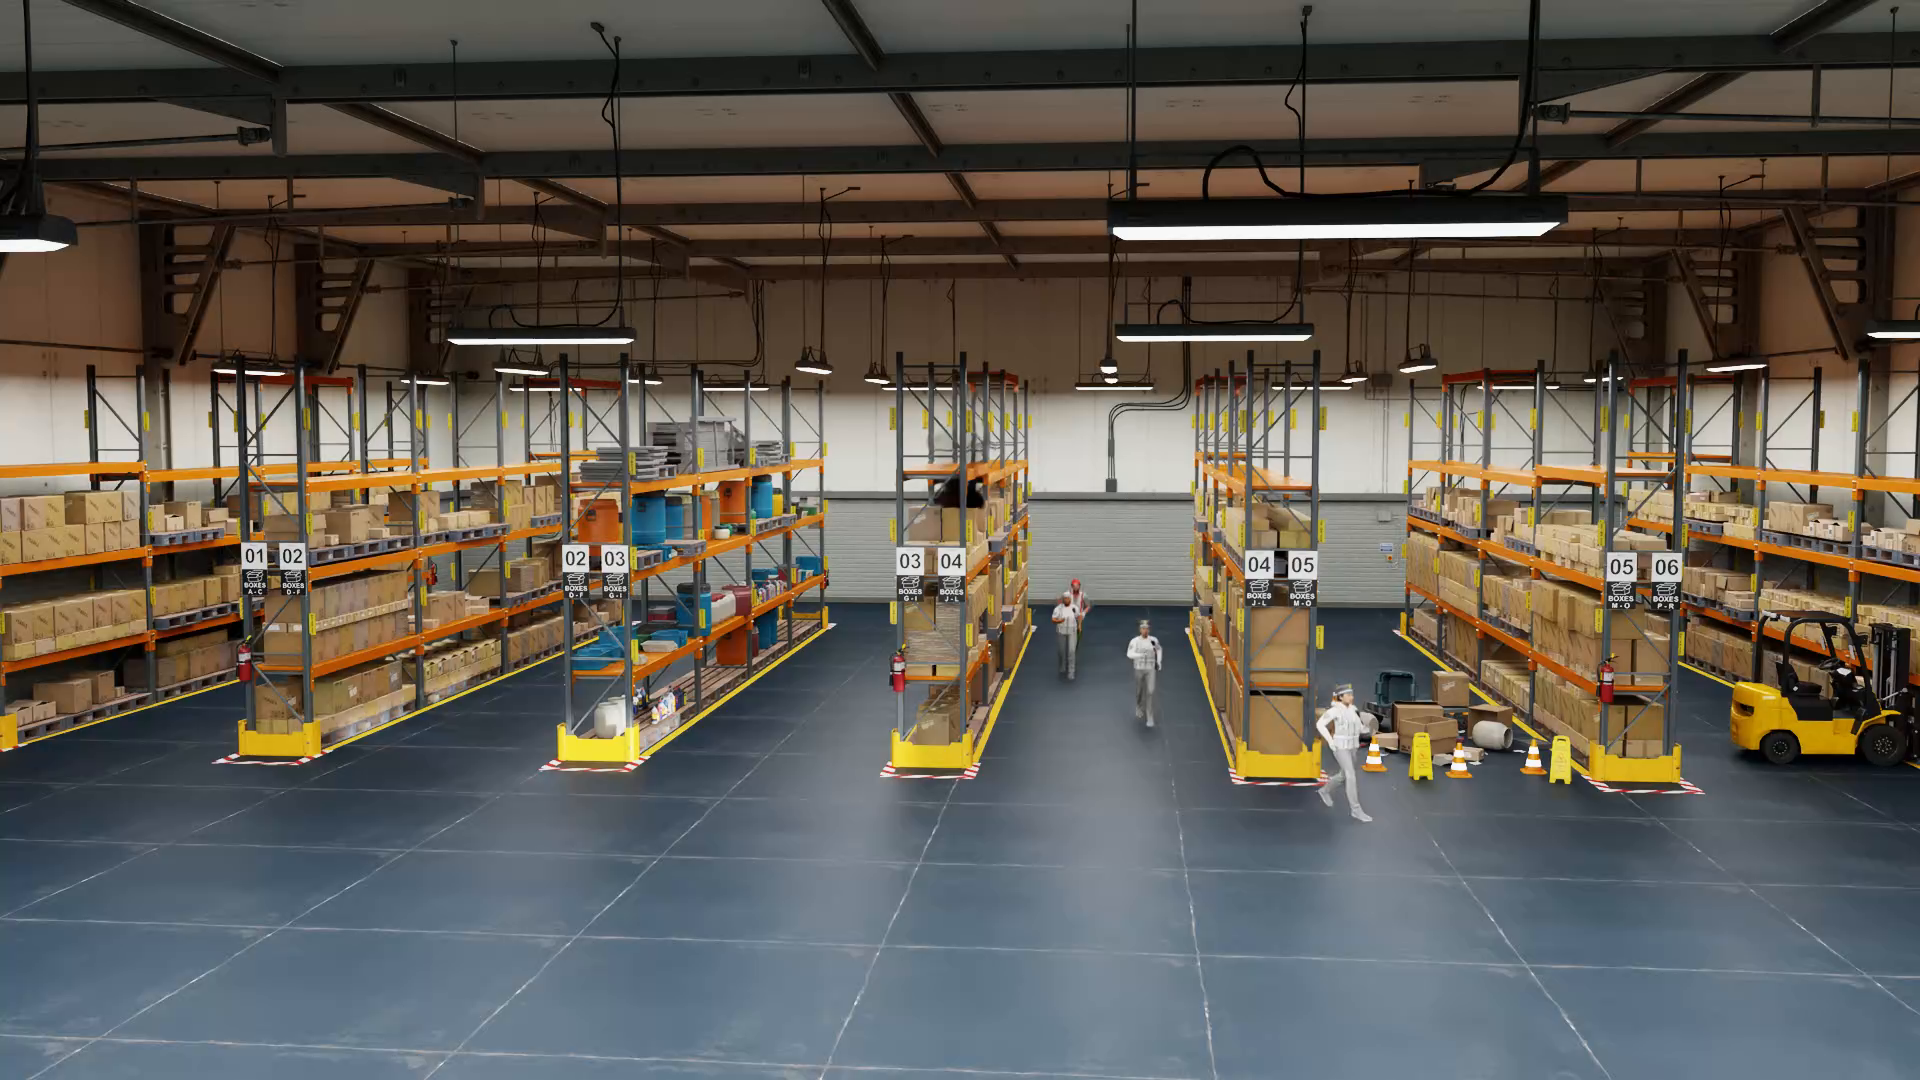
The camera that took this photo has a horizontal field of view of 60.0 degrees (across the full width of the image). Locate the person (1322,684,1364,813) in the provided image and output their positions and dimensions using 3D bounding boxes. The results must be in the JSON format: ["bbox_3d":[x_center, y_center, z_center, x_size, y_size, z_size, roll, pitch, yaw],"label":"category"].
[{"bbox_3d":[4.840,2.601,21.070,0.372,1.608,0.735,-3,5,-38],"label":"person"}]

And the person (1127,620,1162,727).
[{"bbox_3d":[3.074,2.175,27.635,0.598,1.715,0.884,0,4,2],"label":"person"}]

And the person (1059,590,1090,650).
[{"bbox_3d":[2.380,1.680,34.808,0.686,1.253,0.519,0,4,5],"label":"person"}]

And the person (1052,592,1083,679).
[{"bbox_3d":[2.098,1.839,32.569,0.604,1.657,0.939,0,4,4],"label":"person"}]
